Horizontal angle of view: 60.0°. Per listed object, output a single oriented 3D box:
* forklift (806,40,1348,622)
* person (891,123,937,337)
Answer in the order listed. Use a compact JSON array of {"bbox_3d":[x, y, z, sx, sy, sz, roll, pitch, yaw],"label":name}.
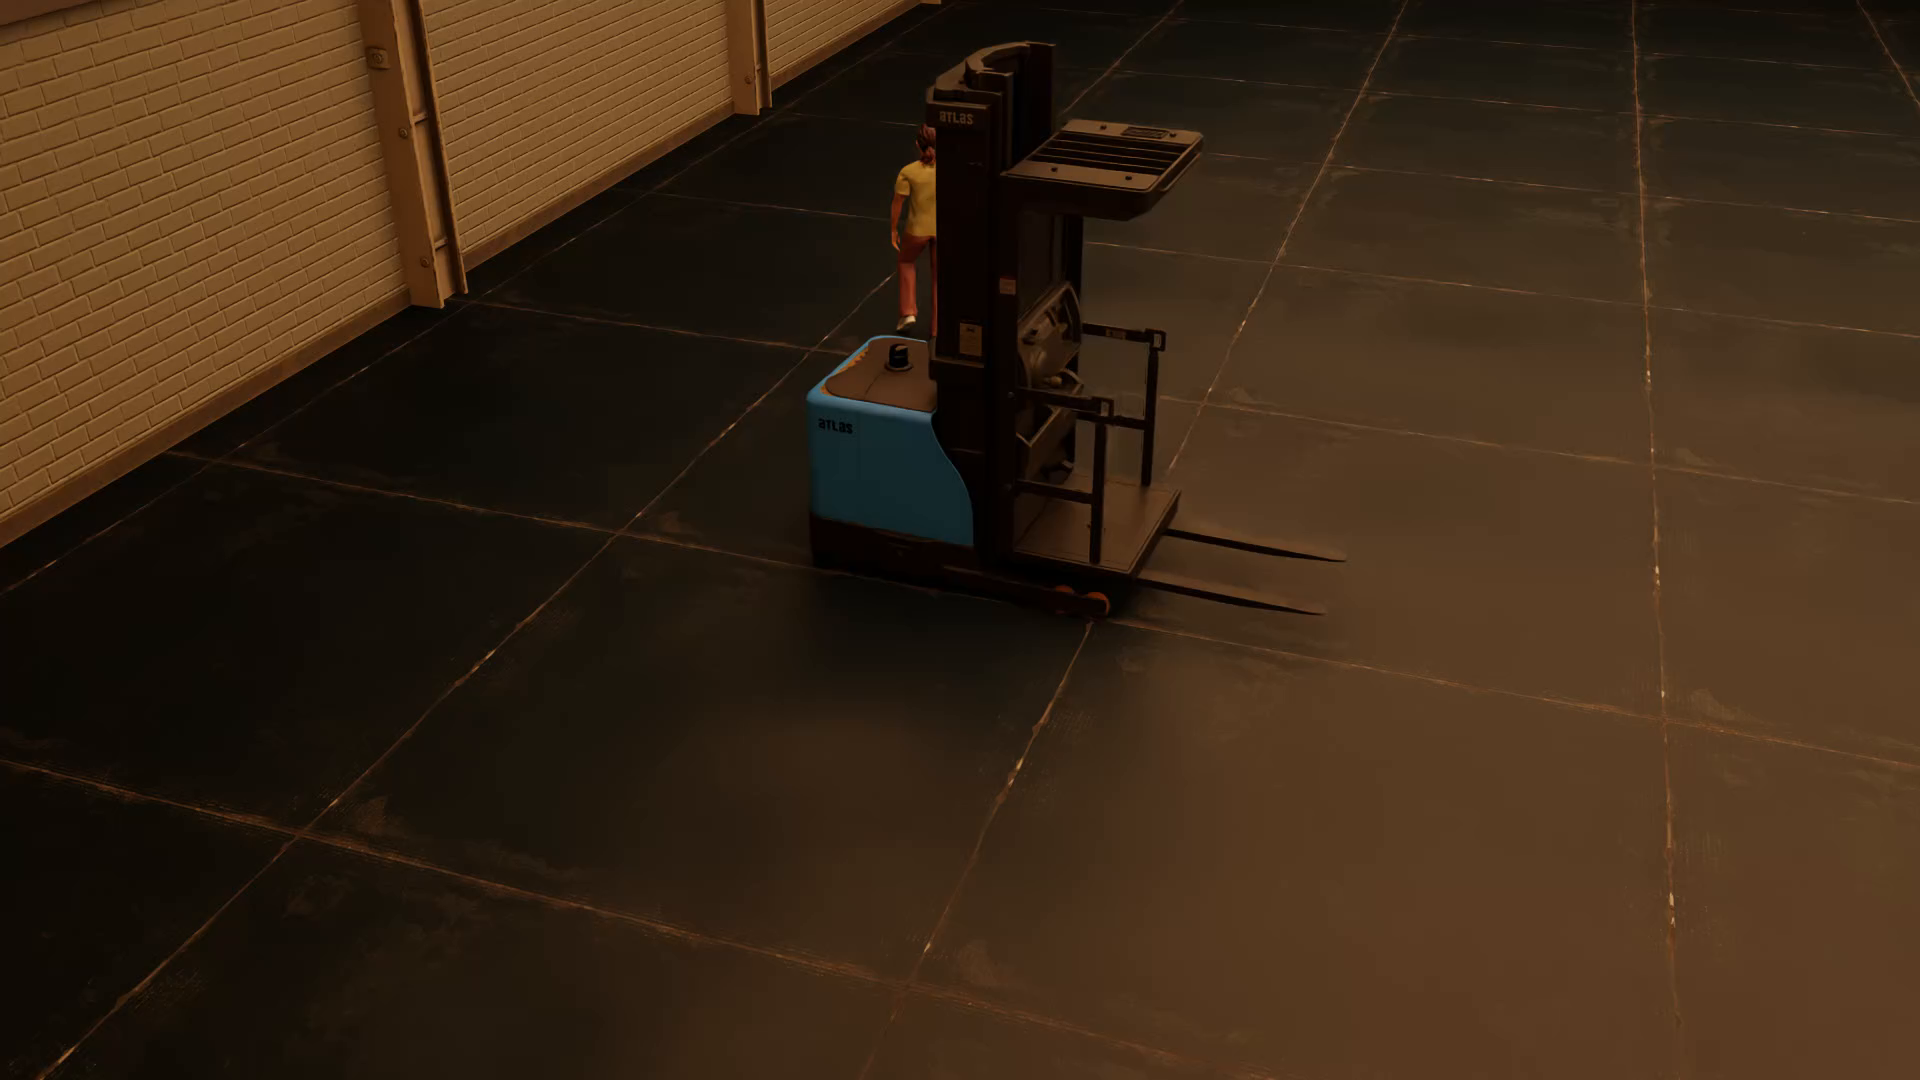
[{"bbox_3d":[0.682,-1.114,9.091,3.031,2.935,1.130,11,32,19],"label":"forklift"},{"bbox_3d":[-0.237,-2.304,12.505,0.569,1.688,0.489,-2,30,-3],"label":"person"}]
